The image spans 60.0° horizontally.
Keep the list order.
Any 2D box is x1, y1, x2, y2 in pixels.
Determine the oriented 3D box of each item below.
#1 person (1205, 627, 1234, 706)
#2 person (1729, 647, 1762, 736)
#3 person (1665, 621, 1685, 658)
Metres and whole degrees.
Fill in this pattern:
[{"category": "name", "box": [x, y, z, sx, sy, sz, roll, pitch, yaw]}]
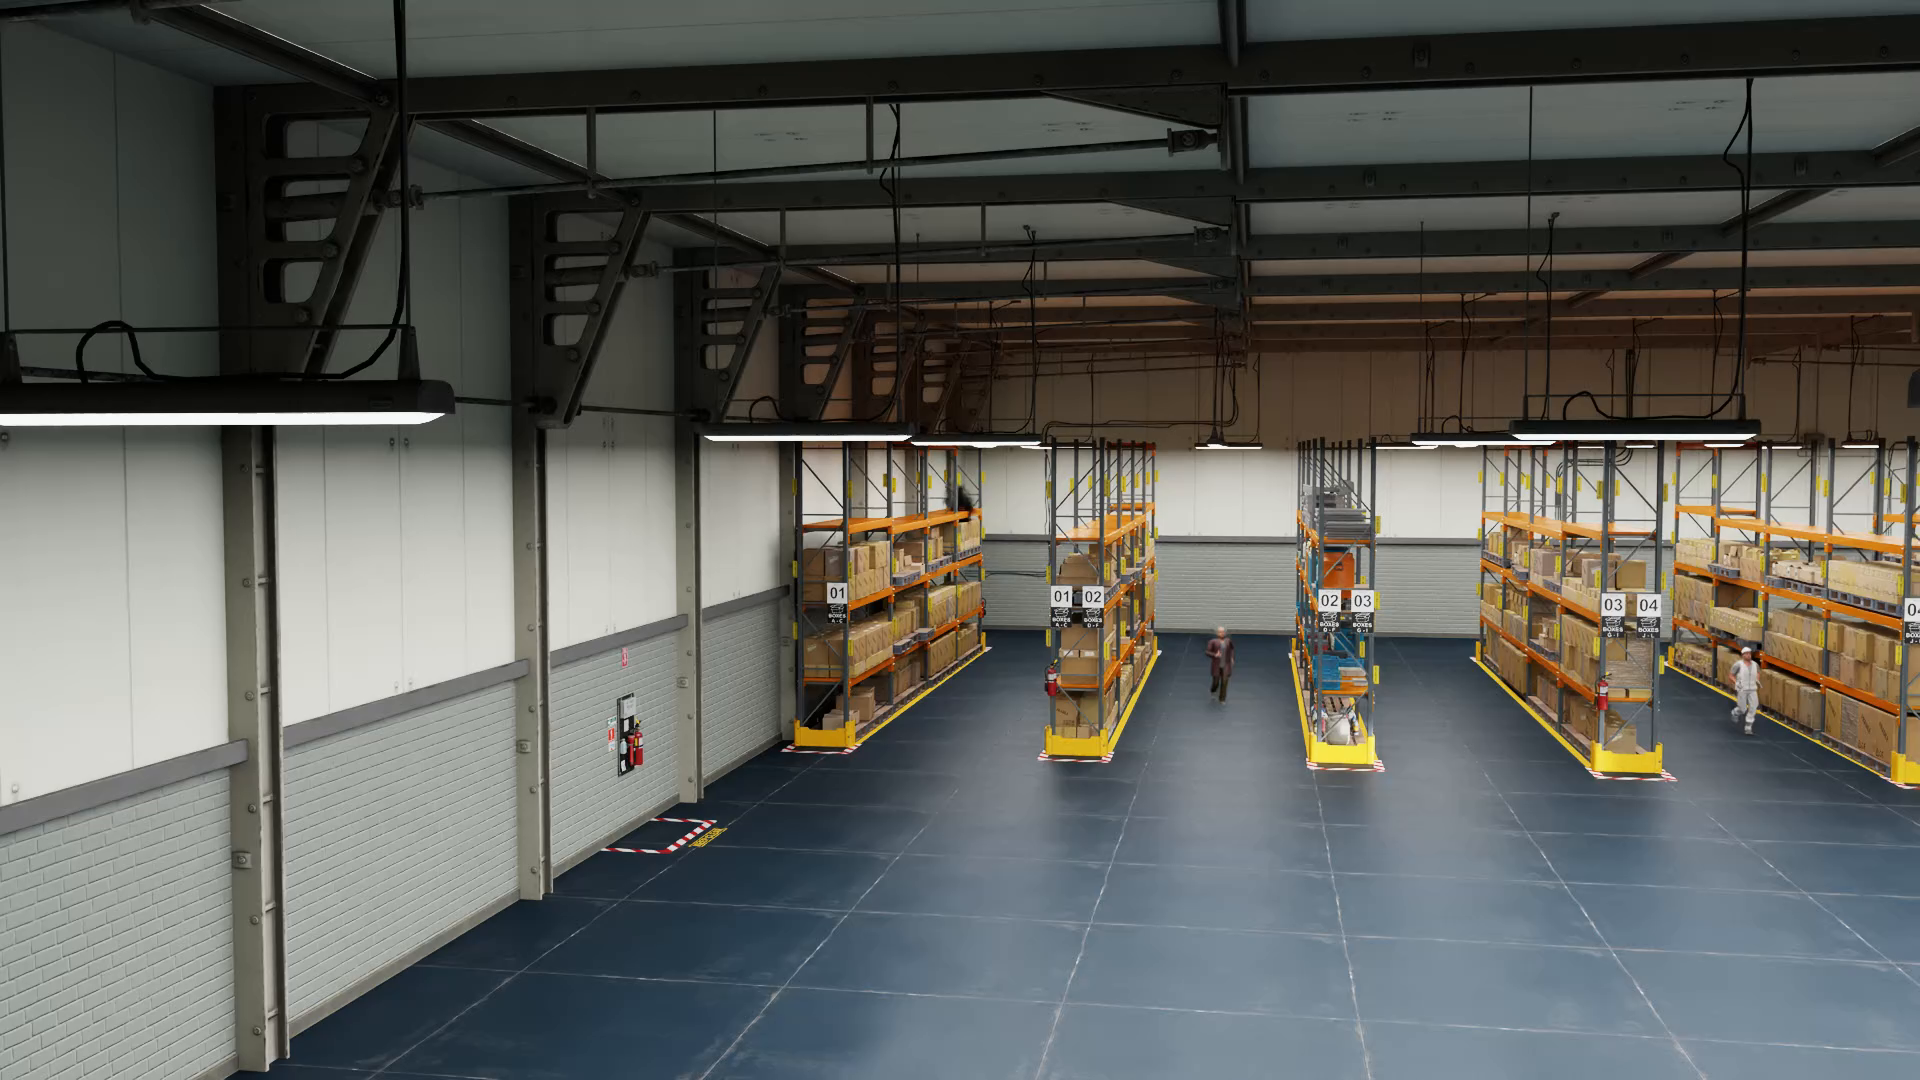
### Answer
[{"category": "person", "box": [5.885, 2.843, 37.610, 0.716, 1.753, 0.901, 0, 3, -5]}, {"category": "person", "box": [15.990, 3.056, 33.821, 0.654, 1.759, 0.814, 0, 3, 2]}, {"category": "person", "box": [19.790, 2.489, 45.920, 0.608, 1.675, 0.735, 2, 3, 27]}]
